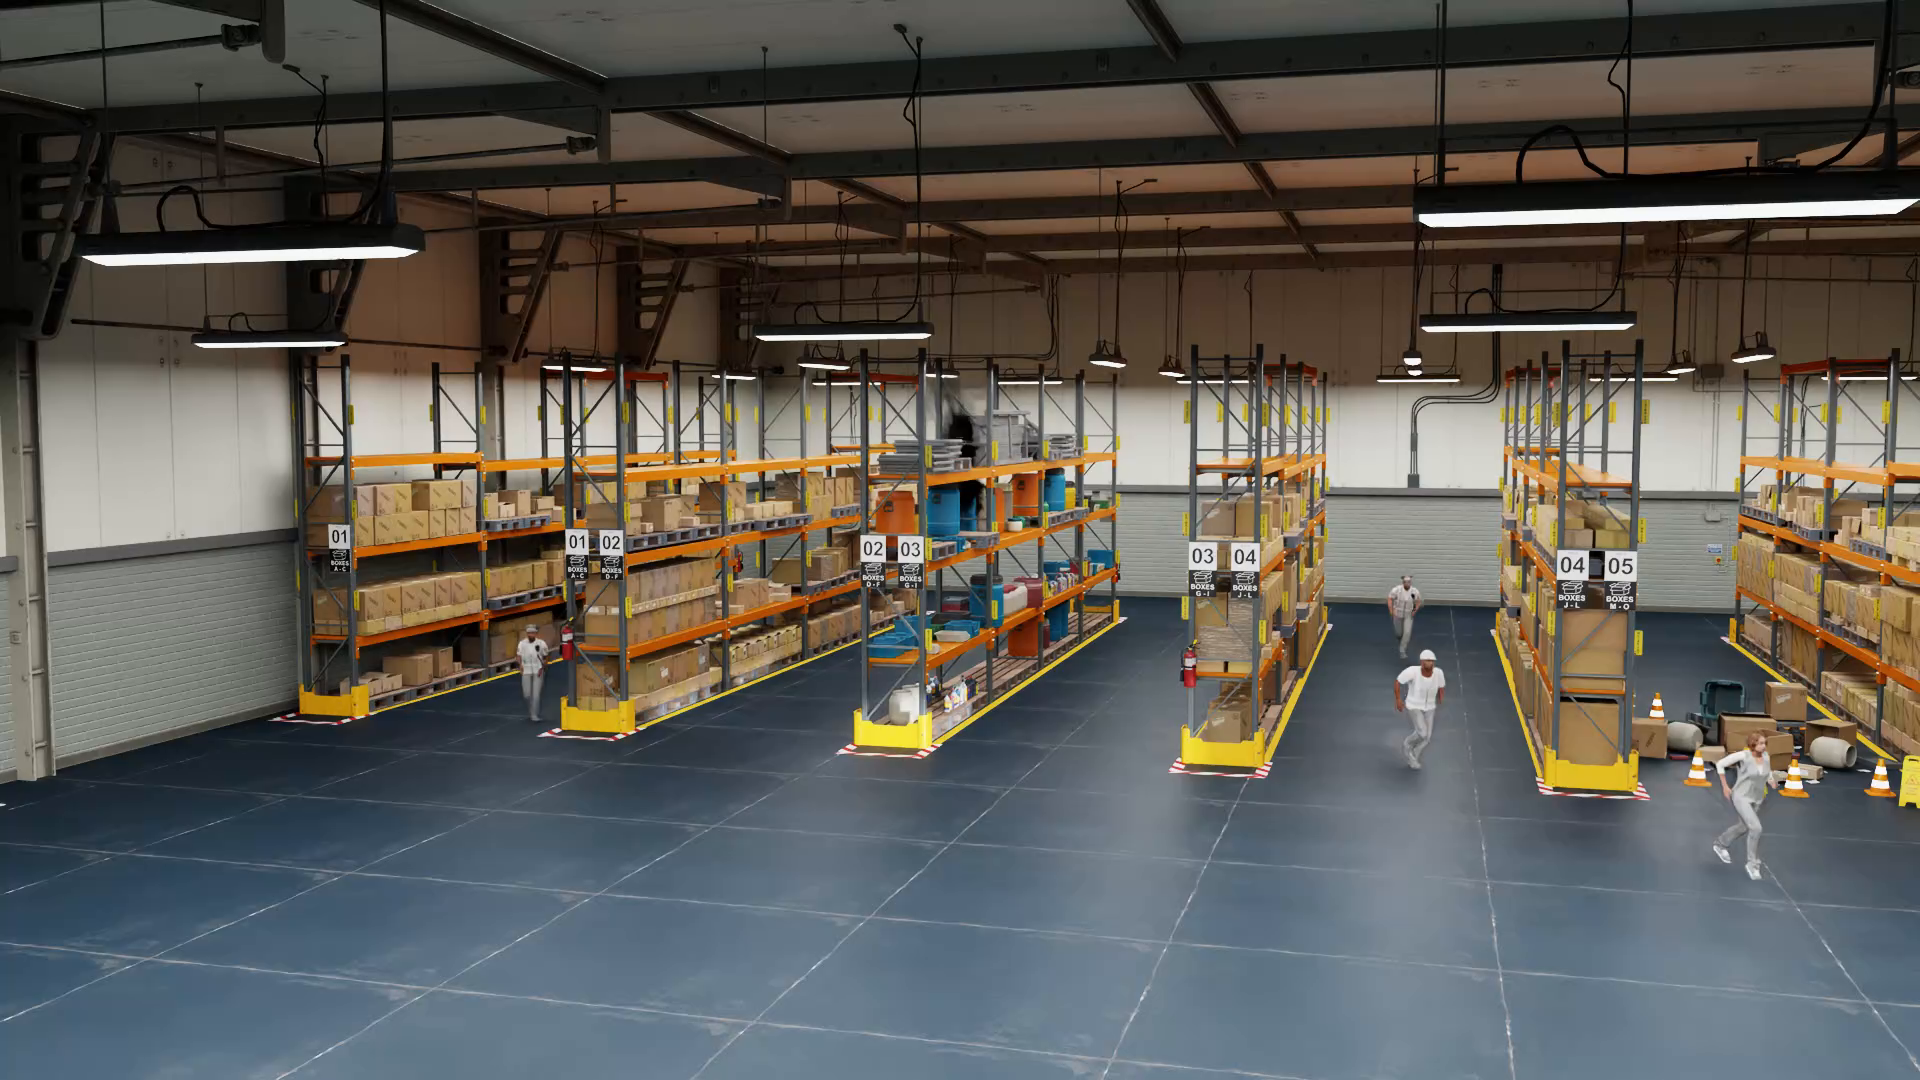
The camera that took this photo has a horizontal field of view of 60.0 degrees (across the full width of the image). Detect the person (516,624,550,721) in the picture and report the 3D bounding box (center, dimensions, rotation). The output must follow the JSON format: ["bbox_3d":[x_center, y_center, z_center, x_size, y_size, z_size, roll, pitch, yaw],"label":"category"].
[{"bbox_3d":[-7.020,2.160,27.352,0.548,1.612,0.545,-1,4,-7],"label":"person"}]

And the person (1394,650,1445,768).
[{"bbox_3d":[6.544,2.388,23.502,0.672,1.698,0.645,-1,4,-16],"label":"person"}]

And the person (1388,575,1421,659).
[{"bbox_3d":[9.240,1.575,34.598,0.679,1.759,0.826,1,4,11],"label":"person"}]

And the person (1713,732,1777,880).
[{"bbox_3d":[8.555,2.882,18.166,0.539,1.647,0.811,-2,5,-20],"label":"person"}]
